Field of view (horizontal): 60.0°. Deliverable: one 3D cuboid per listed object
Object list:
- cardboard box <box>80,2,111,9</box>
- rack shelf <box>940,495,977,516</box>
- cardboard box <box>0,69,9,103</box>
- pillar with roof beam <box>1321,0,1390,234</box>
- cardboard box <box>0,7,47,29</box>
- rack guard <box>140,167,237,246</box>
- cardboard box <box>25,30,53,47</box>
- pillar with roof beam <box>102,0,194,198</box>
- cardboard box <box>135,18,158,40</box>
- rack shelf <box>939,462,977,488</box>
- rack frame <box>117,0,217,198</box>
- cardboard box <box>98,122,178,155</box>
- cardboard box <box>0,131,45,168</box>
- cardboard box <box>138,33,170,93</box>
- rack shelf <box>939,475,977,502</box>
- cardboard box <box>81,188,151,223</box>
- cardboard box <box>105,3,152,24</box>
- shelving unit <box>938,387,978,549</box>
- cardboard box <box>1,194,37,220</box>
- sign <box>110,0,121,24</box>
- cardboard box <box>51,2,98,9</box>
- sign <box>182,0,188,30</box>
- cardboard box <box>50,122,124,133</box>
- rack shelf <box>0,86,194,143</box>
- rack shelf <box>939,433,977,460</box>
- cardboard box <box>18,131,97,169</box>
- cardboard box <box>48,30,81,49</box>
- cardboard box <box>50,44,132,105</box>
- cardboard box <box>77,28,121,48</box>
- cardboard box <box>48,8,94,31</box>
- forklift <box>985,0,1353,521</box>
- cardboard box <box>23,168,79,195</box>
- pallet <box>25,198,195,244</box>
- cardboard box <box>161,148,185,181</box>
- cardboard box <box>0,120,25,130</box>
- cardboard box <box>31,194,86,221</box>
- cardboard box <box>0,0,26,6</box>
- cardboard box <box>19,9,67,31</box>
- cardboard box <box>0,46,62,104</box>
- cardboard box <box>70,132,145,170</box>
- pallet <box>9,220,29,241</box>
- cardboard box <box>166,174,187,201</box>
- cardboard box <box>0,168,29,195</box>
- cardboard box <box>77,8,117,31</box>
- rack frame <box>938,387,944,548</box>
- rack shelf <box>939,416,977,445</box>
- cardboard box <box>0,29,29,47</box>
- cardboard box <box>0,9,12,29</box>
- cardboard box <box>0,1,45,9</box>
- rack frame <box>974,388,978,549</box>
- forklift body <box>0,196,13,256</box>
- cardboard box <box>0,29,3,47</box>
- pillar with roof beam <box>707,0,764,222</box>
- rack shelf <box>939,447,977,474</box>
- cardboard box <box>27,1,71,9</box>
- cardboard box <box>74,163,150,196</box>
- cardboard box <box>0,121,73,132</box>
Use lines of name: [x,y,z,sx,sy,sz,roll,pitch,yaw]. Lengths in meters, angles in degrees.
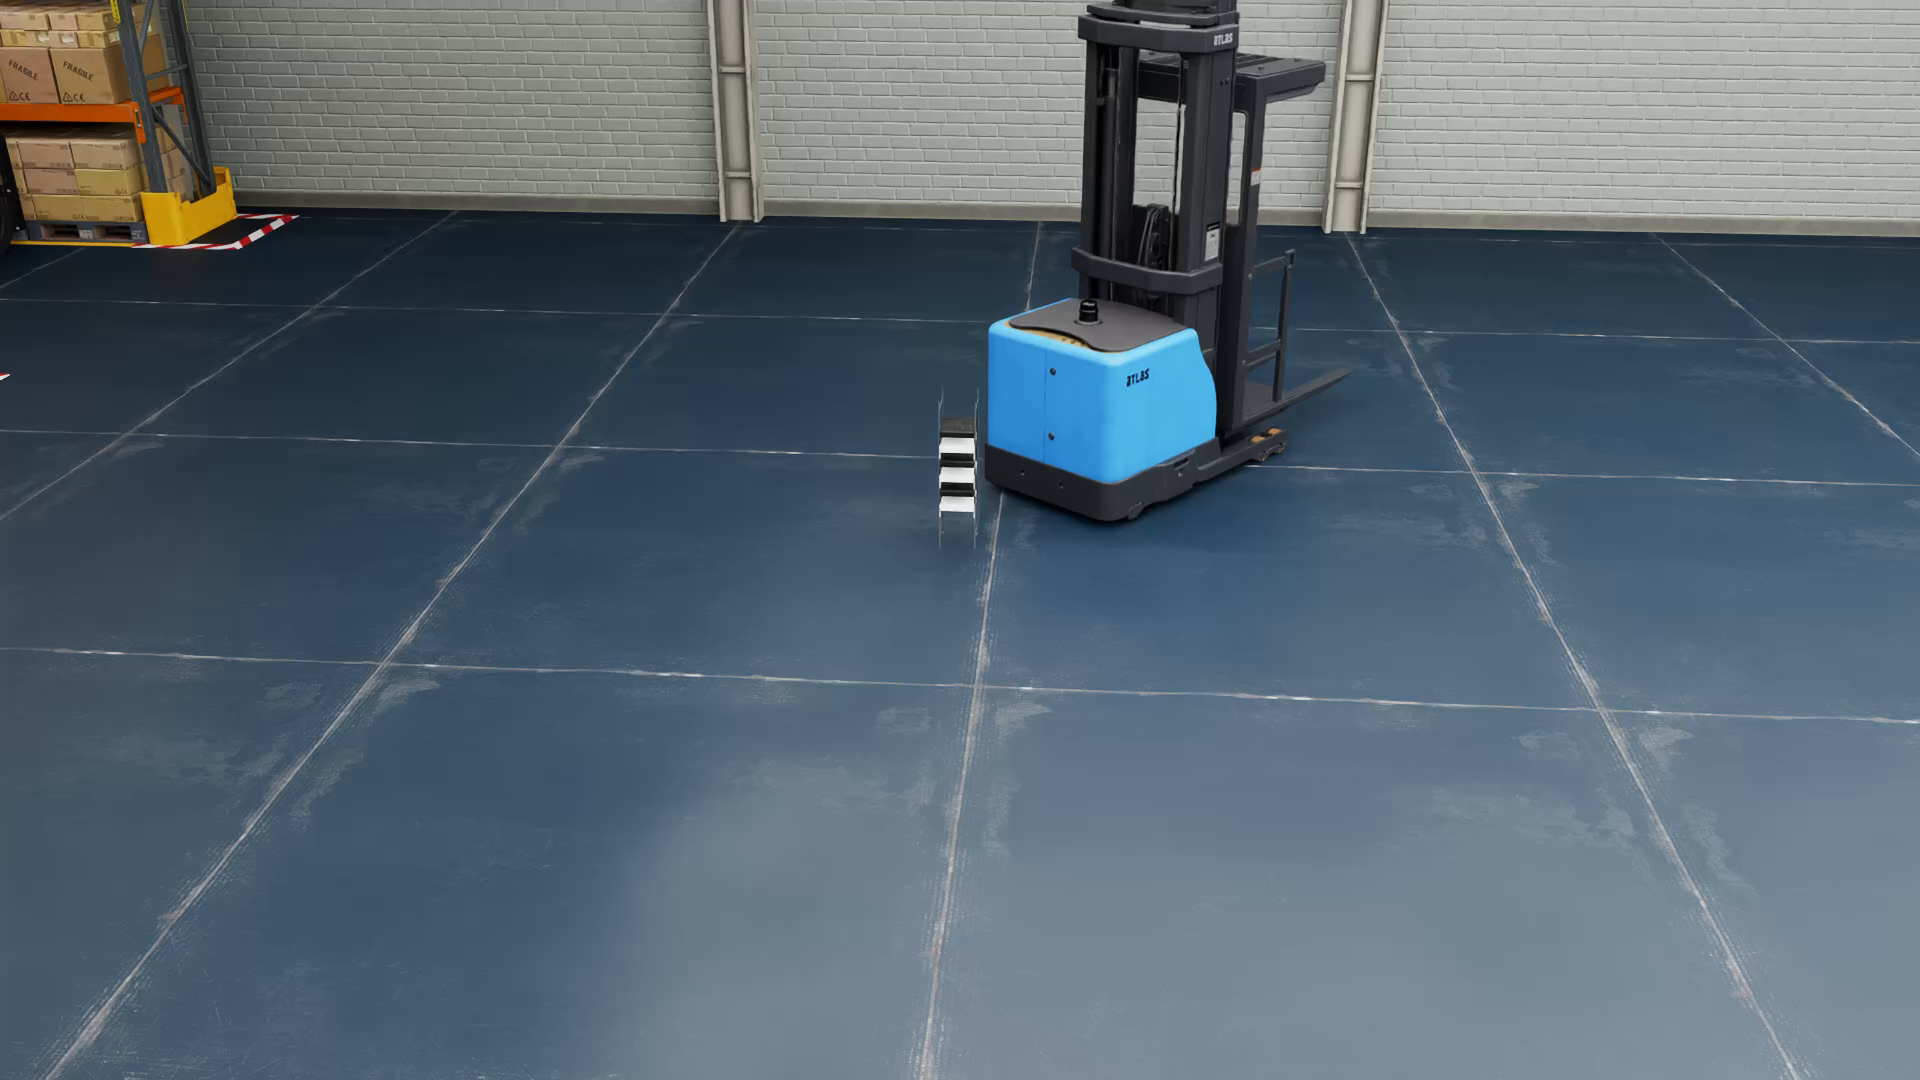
cardboard box: [-8.137,-5.024,15.829,0.250,0.149,0.380,3,25,6]
rack shelf: [-0.008,-0.215,9.652,0.200,0.077,0.258,2,25,4]
cardboard box: [-9.097,-4.403,15.611,0.500,0.500,0.500,1,25,3]
pillar with roof beam: [3.451,-5.360,10.632,0.400,9.000,9.100,2,25,4]
cardboard box: [-8.686,-4.844,15.438,0.250,0.149,0.380,2,25,4]
rack guard: [-7.535,-3.278,16.276,0.348,0.500,1.175,2,25,4]
cardboard box: [-8.437,-4.679,15.434,0.250,0.149,0.380,2,25,5]
pillar with roof beam: [-8.513,-5.744,11.467,0.400,9.000,9.100,2,25,4]
cardboard box: [-7.877,-4.874,15.858,0.250,0.149,0.380,1,25,3]
rack shelf: [-0.008,-0.379,9.576,0.200,0.077,0.258,2,25,4]
rack frame: [-7.559,-4.415,15.756,0.127,3.000,1.000,2,25,4]
cardboard box: [-8.023,-3.905,16.238,0.500,0.250,0.500,1,25,3]
cardboard box: [-9.055,-3.721,15.839,0.500,0.250,0.500,2,25,5]
cardboard box: [-8.031,-4.592,16.021,0.500,0.500,0.500,3,25,6]
rack shelf: [-0.008,-0.297,9.614,0.200,0.077,0.258,2,25,4]
cardboard box: [-8.051,-3.240,15.989,0.500,0.250,0.500,2,25,4]
cardboard box: [-7.877,-4.990,15.754,0.250,0.149,0.380,1,25,3]
shelving unit: [-0.008,-0.409,9.562,0.210,0.900,0.258,2,25,4]
cardboard box: [-9.044,-3.279,16.075,0.500,0.250,0.500,2,25,5]
sign: [-7.614,-4.822,14.974,0.005,0.325,0.100,2,25,4]
cardboard box: [-8.400,-5.015,15.808,0.250,0.149,0.380,2,25,5]
sign: [-7.510,-5.075,16.060,0.005,0.325,0.100,2,25,4]
cardboard box: [-8.522,-3.919,16.270,0.500,0.250,0.500,2,25,4]
rack shelf: [-9.553,-4.152,16.045,4.000,0.370,1.077,2,25,4]
rack shelf: [-0.008,-0.542,9.501,0.200,0.077,0.258,2,25,4]
cardboard box: [-8.551,-3.709,15.813,0.500,0.250,0.500,2,25,5]
cardboard box: [-8.183,-4.645,15.360,0.250,0.149,0.380,2,25,5]
cardboard box: [-8.069,-4.366,15.531,0.500,0.500,0.500,1,25,3]
cardboard box: [-7.926,-4.649,15.369,0.250,0.149,0.380,2,25,5]
cardboard box: [-8.180,-4.808,15.360,0.250,0.149,0.380,2,25,4]
forklift: [1.528,-1.972,10.529,1.130,2.935,3.031,21,32,38]
cardboard box: [-8.567,-3.489,15.933,0.500,0.250,0.500,2,25,3]
pallet: [-8.324,-3.155,16.354,1.213,0.211,1.003,2,25,4]
cardboard box: [-8.011,-3.685,16.359,0.500,0.250,0.500,2,25,5]
cardboard box: [-9.530,-3.959,16.356,0.500,0.250,0.500,1,25,3]
cardboard box: [-8.546,-3.259,16.032,0.500,0.250,0.500,2,25,4]
cardboard box: [-9.164,-5.076,15.942,0.250,0.149,0.380,1,25,3]
cardboard box: [-8.443,-4.805,15.354,0.250,0.149,0.380,2,25,5]
cardboard box: [-8.586,-4.387,15.576,0.500,0.500,0.500,3,25,6]
cardboard box: [-8.042,-3.695,15.783,0.500,0.250,0.500,3,25,6]
pallet: [-9.537,-3.195,16.441,1.213,0.211,1.003,2,25,4]
cardboard box: [-8.033,-3.453,16.454,0.500,0.250,0.500,2,25,4]
cardboard box: [-9.083,-3.497,15.950,0.500,0.250,0.500,1,25,3]
cardboard box: [-7.932,-4.813,15.371,0.250,0.149,0.380,2,25,4]
rack frame: [-0.109,-0.412,9.570,0.006,0.900,0.240,2,25,4]
rack shelf: [-0.008,-0.624,9.464,0.200,0.077,0.258,2,25,4]
cardboard box: [-8.683,-4.691,15.461,0.250,0.149,0.380,2,25,4]
cardboard box: [-8.954,-4.807,15.356,0.250,0.149,0.380,2,25,5]
cardboard box: [-8.910,-5.027,15.834,0.250,0.149,0.380,3,25,6]
rack frame: [0.093,-0.406,9.555,0.006,0.900,0.240,2,25,4]
forklift body: [-9.589,-3.329,14.412,1.214,2.155,2.313,2,25,4]
cardboard box: [-8.953,-4.680,15.437,0.250,0.149,0.380,1,25,2]
pillar with roof beam: [-2.531,-5.552,11.050,0.400,9.000,9.100,2,25,4]
rack shelf: [-0.008,-0.461,9.539,0.200,0.077,0.258,2,25,4]
cardboard box: [-8.645,-5.029,15.839,0.250,0.149,0.380,2,25,4]
cardboard box: [-8.068,-3.469,15.889,0.500,0.250,0.500,2,25,3]
cardboard box: [-9.020,-3.940,16.314,0.500,0.250,0.500,2,25,4]
